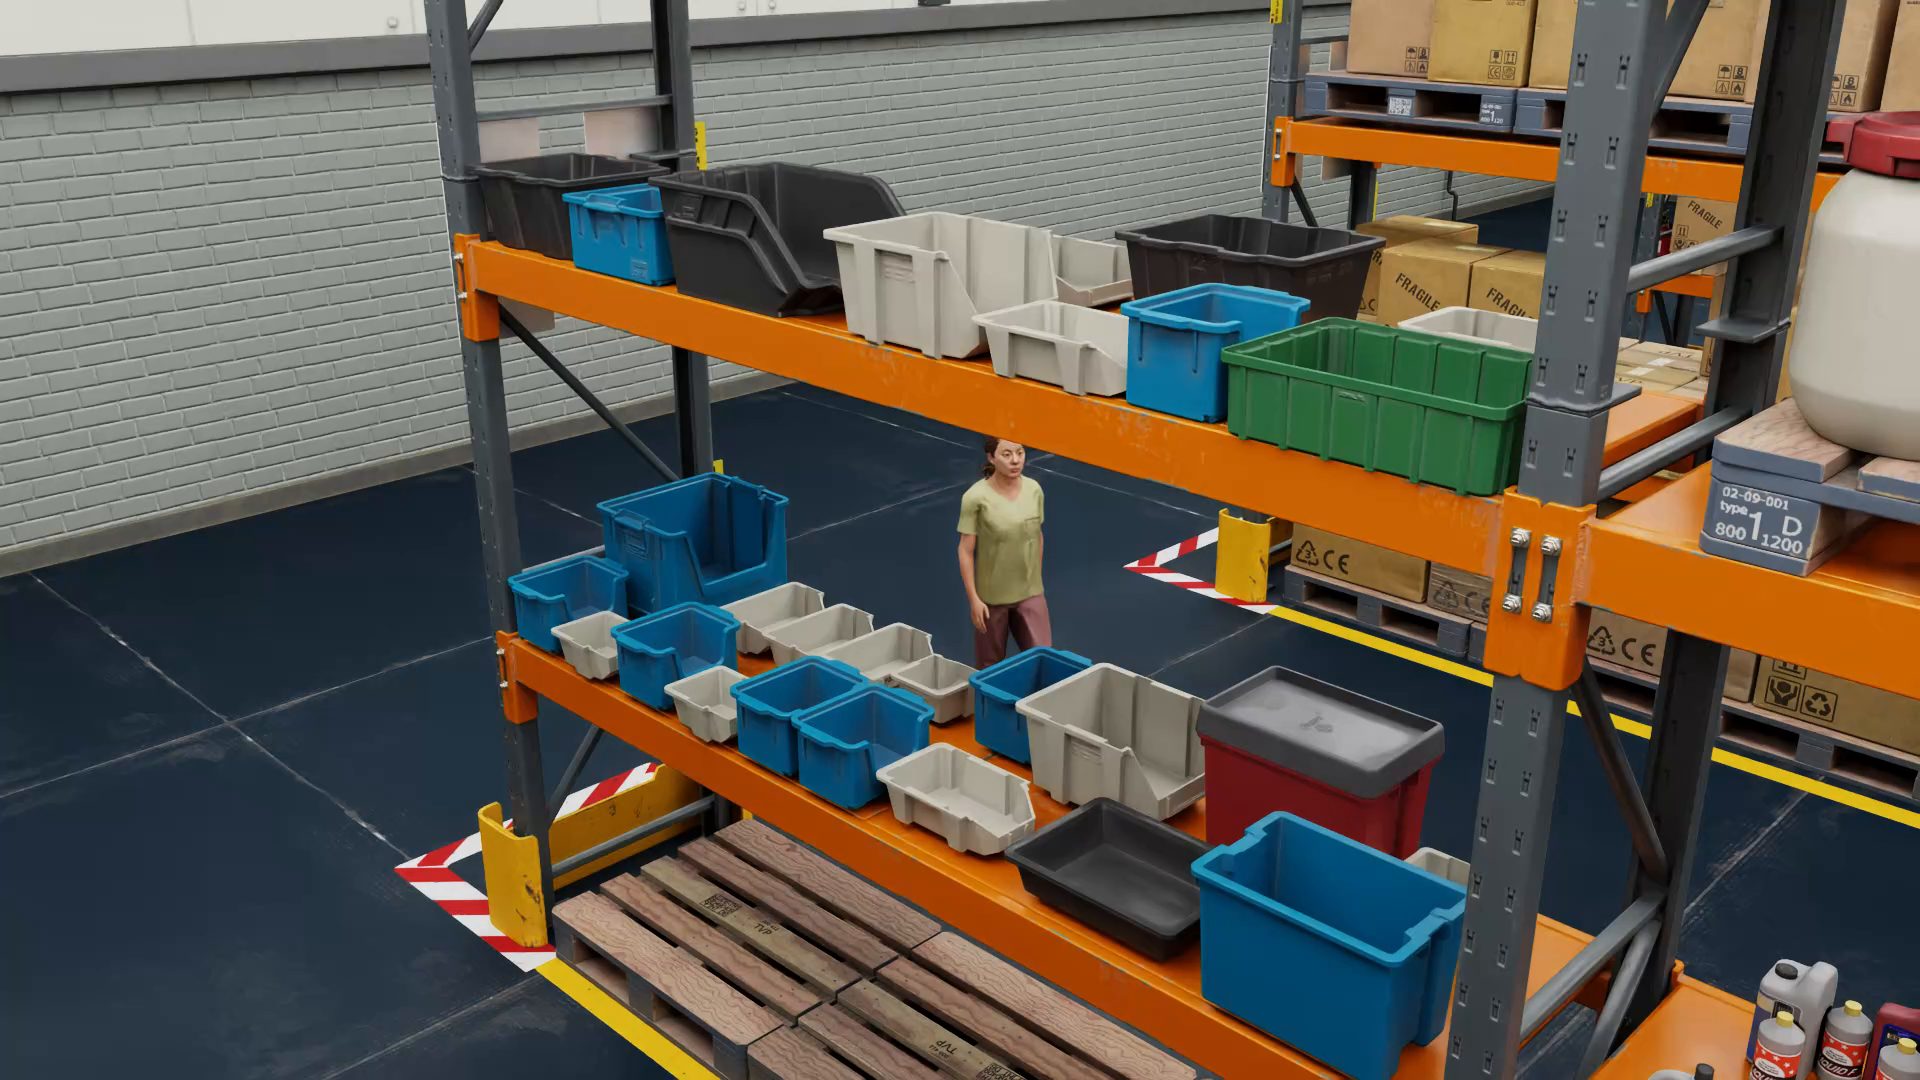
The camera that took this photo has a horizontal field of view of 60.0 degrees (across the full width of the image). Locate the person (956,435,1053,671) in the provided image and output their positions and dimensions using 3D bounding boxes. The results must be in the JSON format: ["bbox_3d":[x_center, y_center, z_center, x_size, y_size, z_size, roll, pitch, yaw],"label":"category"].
[{"bbox_3d":[0.237,0.315,7.751,0.461,1.693,0.694,-6,22,-16],"label":"person"}]
